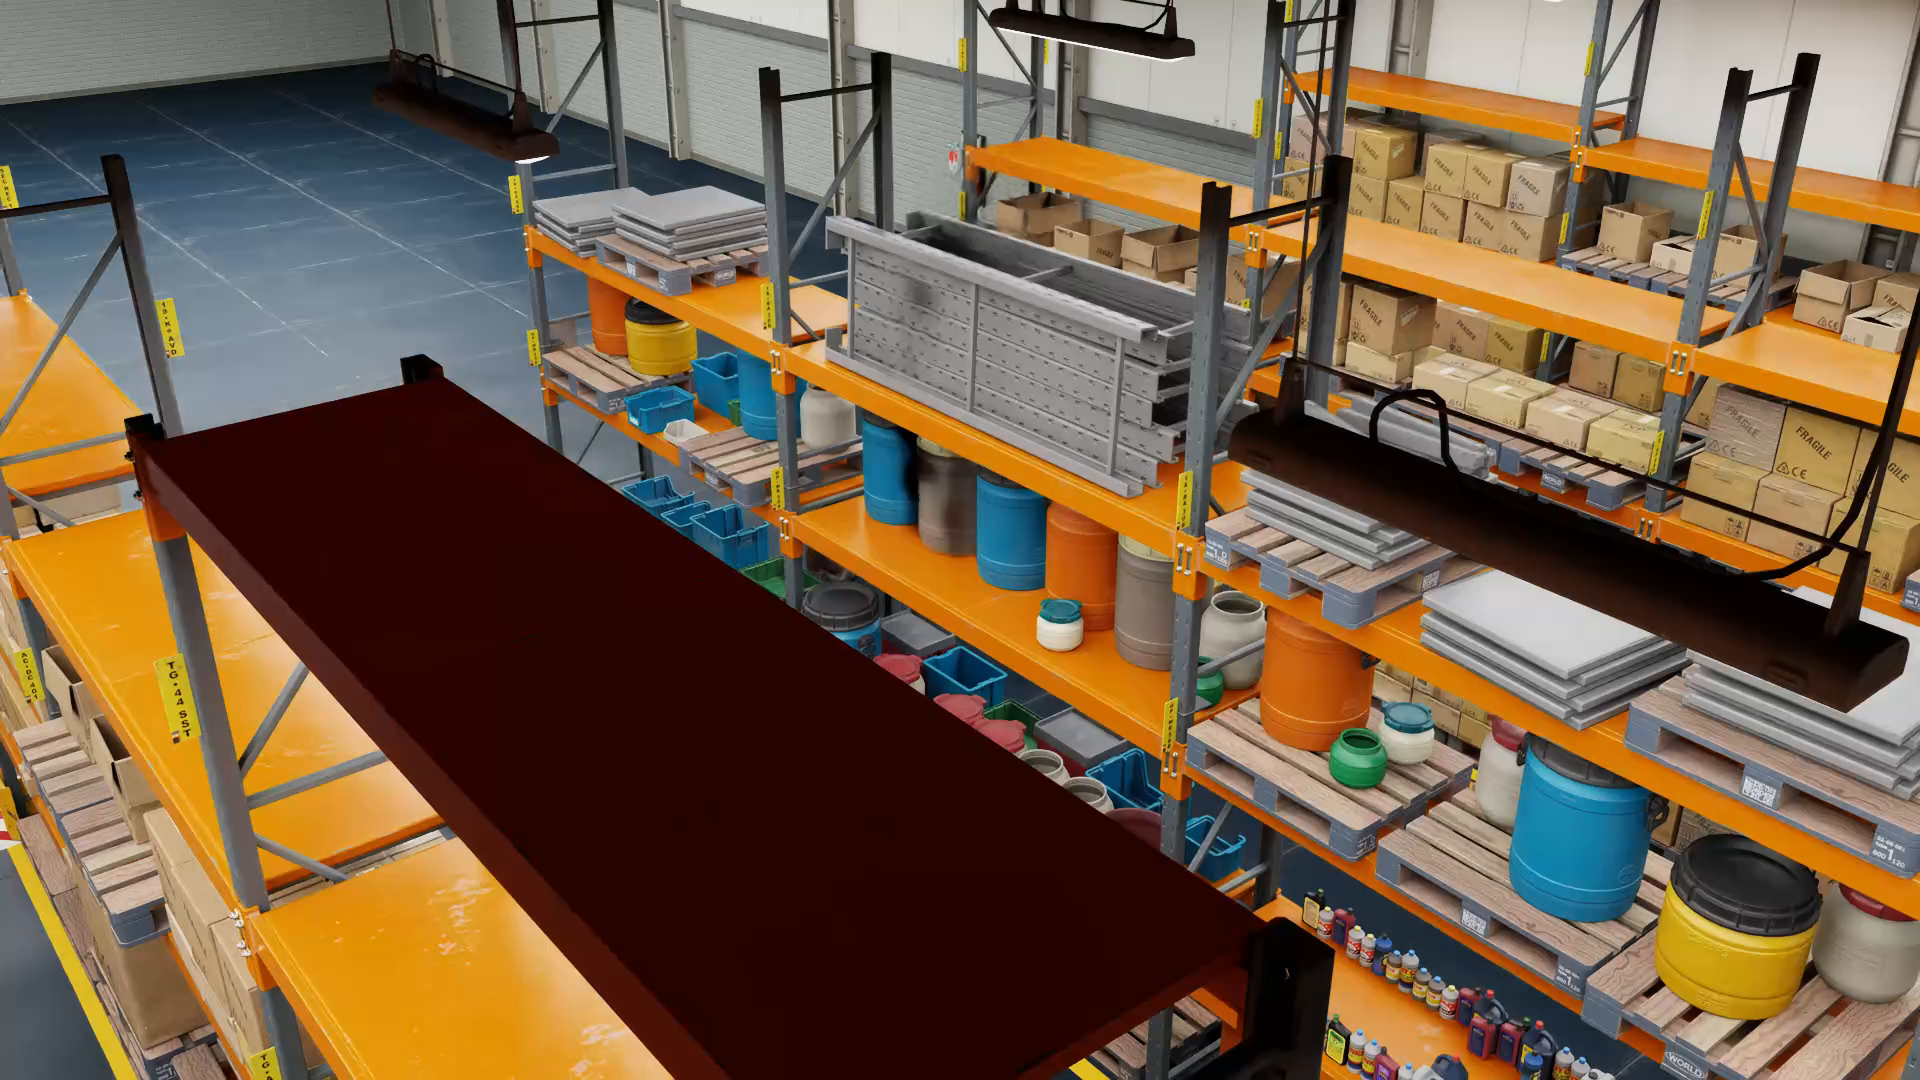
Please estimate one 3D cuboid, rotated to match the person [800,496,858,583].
[{"bbox_3d":[-1.339,-0.047,16.490,0.681,1.678,0.693,16,30,30],"label":"person"}]
